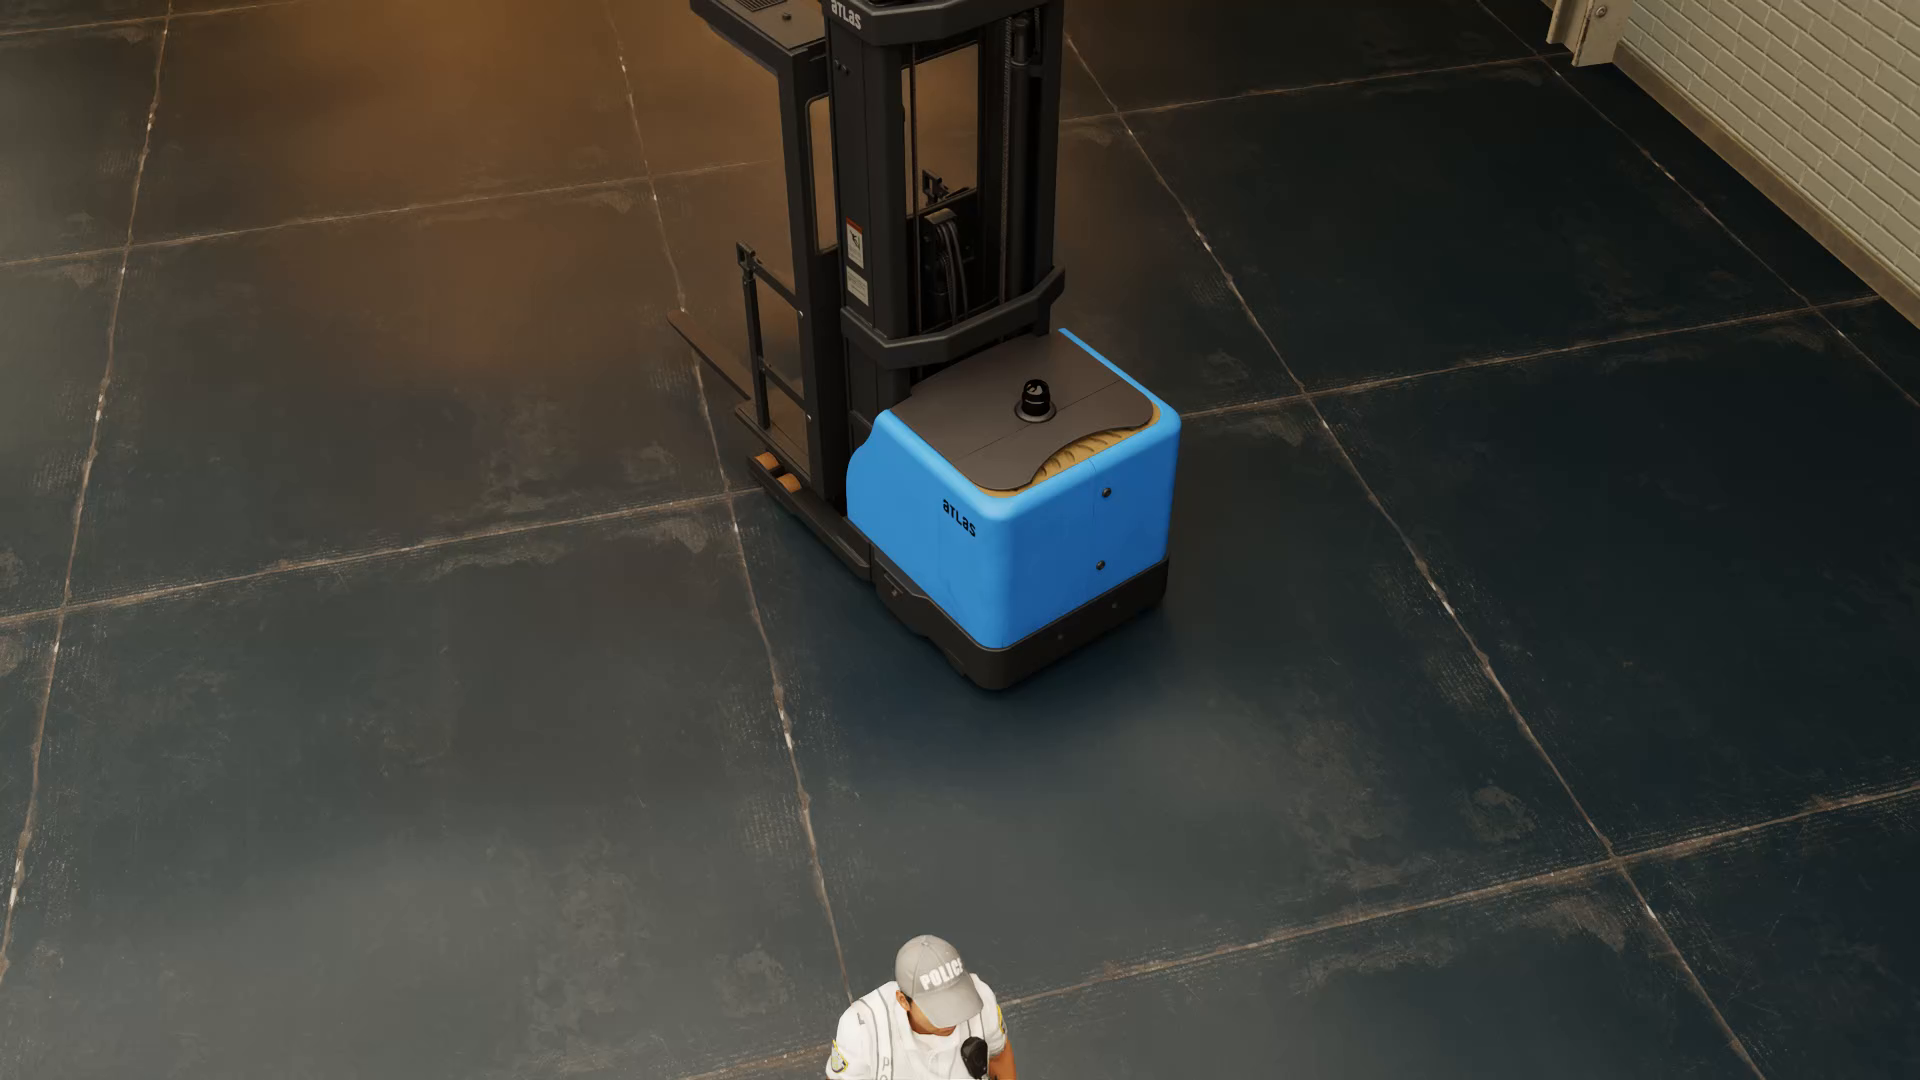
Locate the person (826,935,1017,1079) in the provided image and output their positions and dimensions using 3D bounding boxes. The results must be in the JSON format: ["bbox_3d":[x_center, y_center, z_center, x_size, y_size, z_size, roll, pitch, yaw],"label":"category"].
[{"bbox_3d":[-0.090,1.747,4.708,0.598,1.670,0.529,-14,45,-14],"label":"person"}]

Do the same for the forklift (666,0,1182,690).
[{"bbox_3d":[-0.366,-1.399,7.126,1.130,2.935,3.031,-27,50,-26],"label":"forklift"}]
